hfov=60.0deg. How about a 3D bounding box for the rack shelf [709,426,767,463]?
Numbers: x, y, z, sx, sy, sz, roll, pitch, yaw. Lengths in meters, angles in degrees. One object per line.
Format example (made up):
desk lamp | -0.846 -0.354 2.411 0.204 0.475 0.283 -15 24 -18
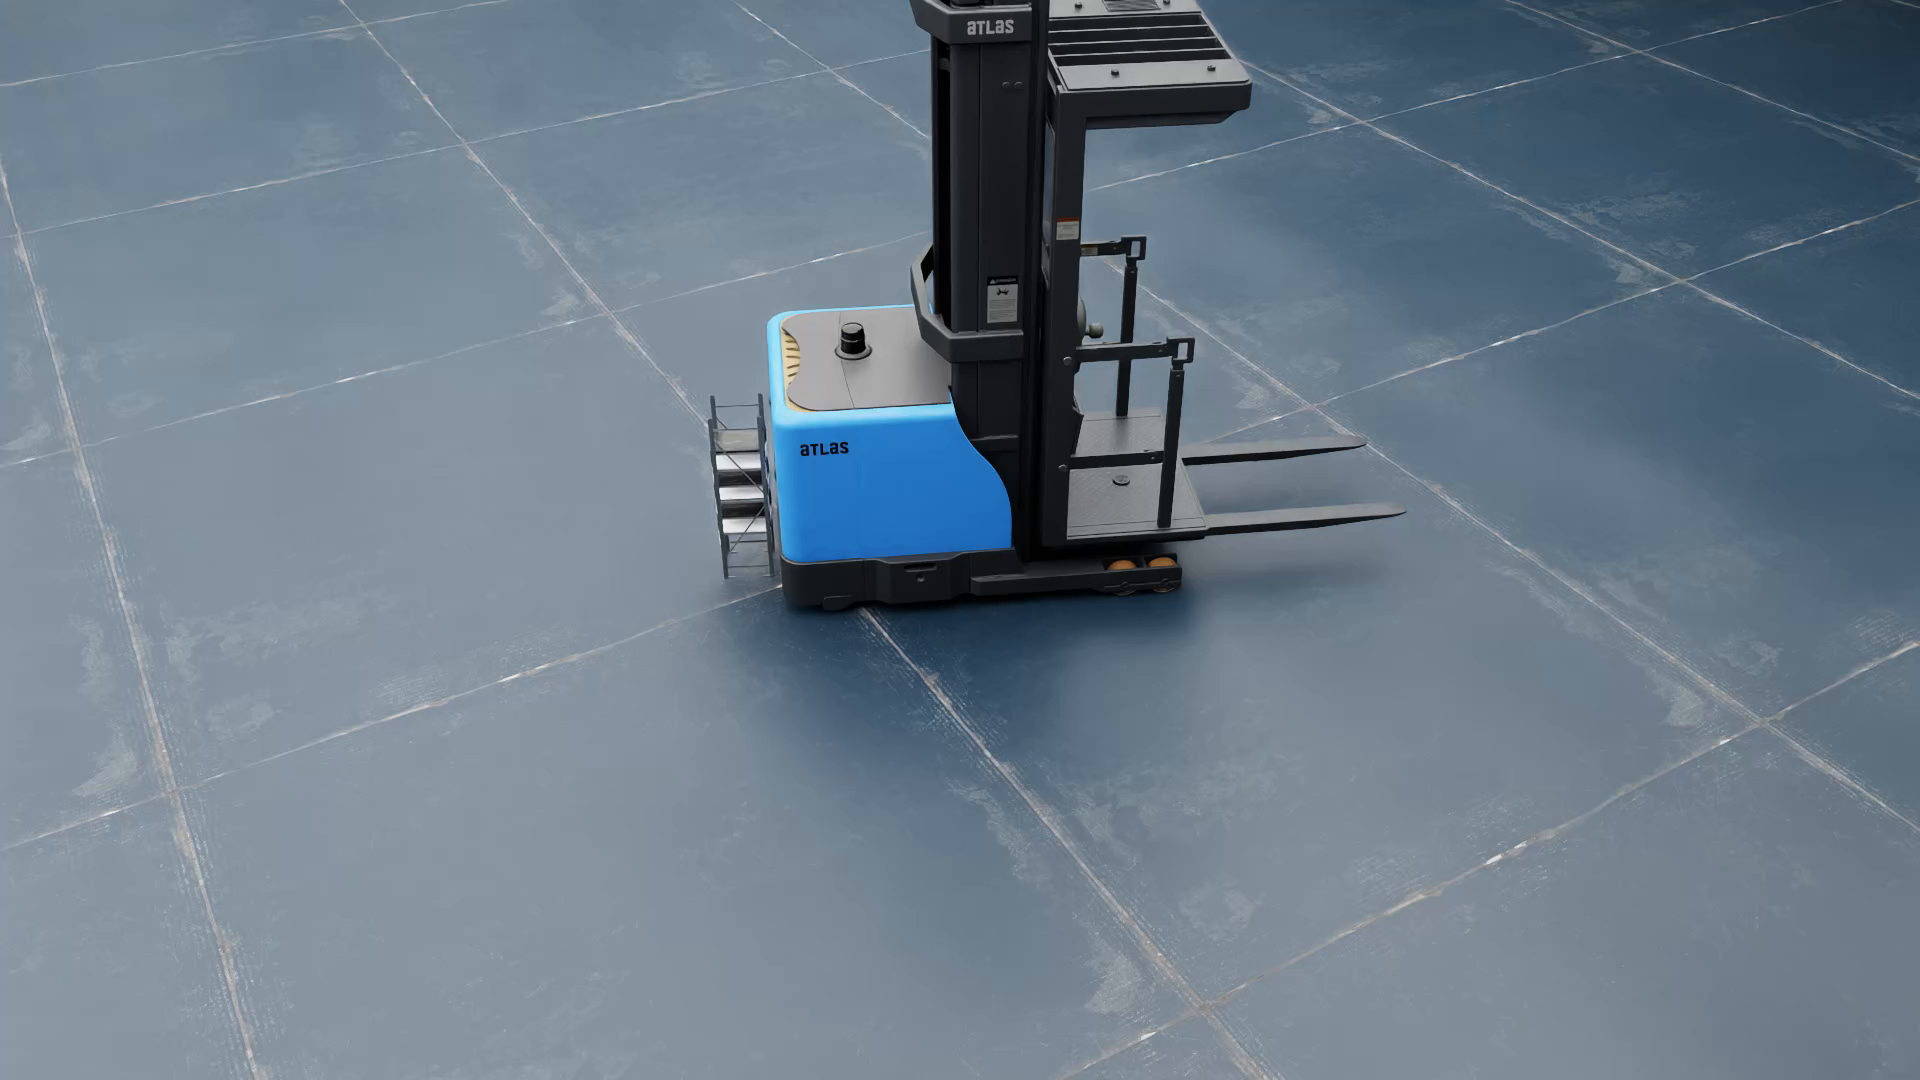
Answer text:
rack shelf | -1.022 -0.437 7.684 0.258 0.077 0.200 -2 36 -3

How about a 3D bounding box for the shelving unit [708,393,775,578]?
shelving unit | -1.022 -0.246 7.823 0.258 0.900 0.210 -2 36 -3

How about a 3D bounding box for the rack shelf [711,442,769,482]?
rack shelf | -1.022 -0.364 7.737 0.258 0.077 0.200 -2 36 -3

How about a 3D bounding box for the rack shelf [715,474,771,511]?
rack shelf | -1.022 -0.219 7.843 0.258 0.077 0.200 -2 36 -3

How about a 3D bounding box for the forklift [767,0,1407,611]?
forklift | 0.624 -1.228 7.447 3.031 2.935 1.130 -4 36 -6

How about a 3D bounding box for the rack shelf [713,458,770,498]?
rack shelf | -1.022 -0.292 7.790 0.258 0.077 0.200 -2 36 -3

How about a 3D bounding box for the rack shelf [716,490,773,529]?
rack shelf | -1.022 -0.146 7.896 0.258 0.077 0.200 -2 36 -3

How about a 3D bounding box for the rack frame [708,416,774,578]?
rack frame | -1.014 -0.186 7.742 0.240 0.900 0.006 -2 36 -3

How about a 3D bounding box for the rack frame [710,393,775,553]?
rack frame | -1.029 -0.306 7.905 0.240 0.900 0.006 -2 36 -3

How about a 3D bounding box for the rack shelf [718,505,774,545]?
rack shelf | -1.022 -0.073 7.949 0.258 0.077 0.200 -2 36 -3
